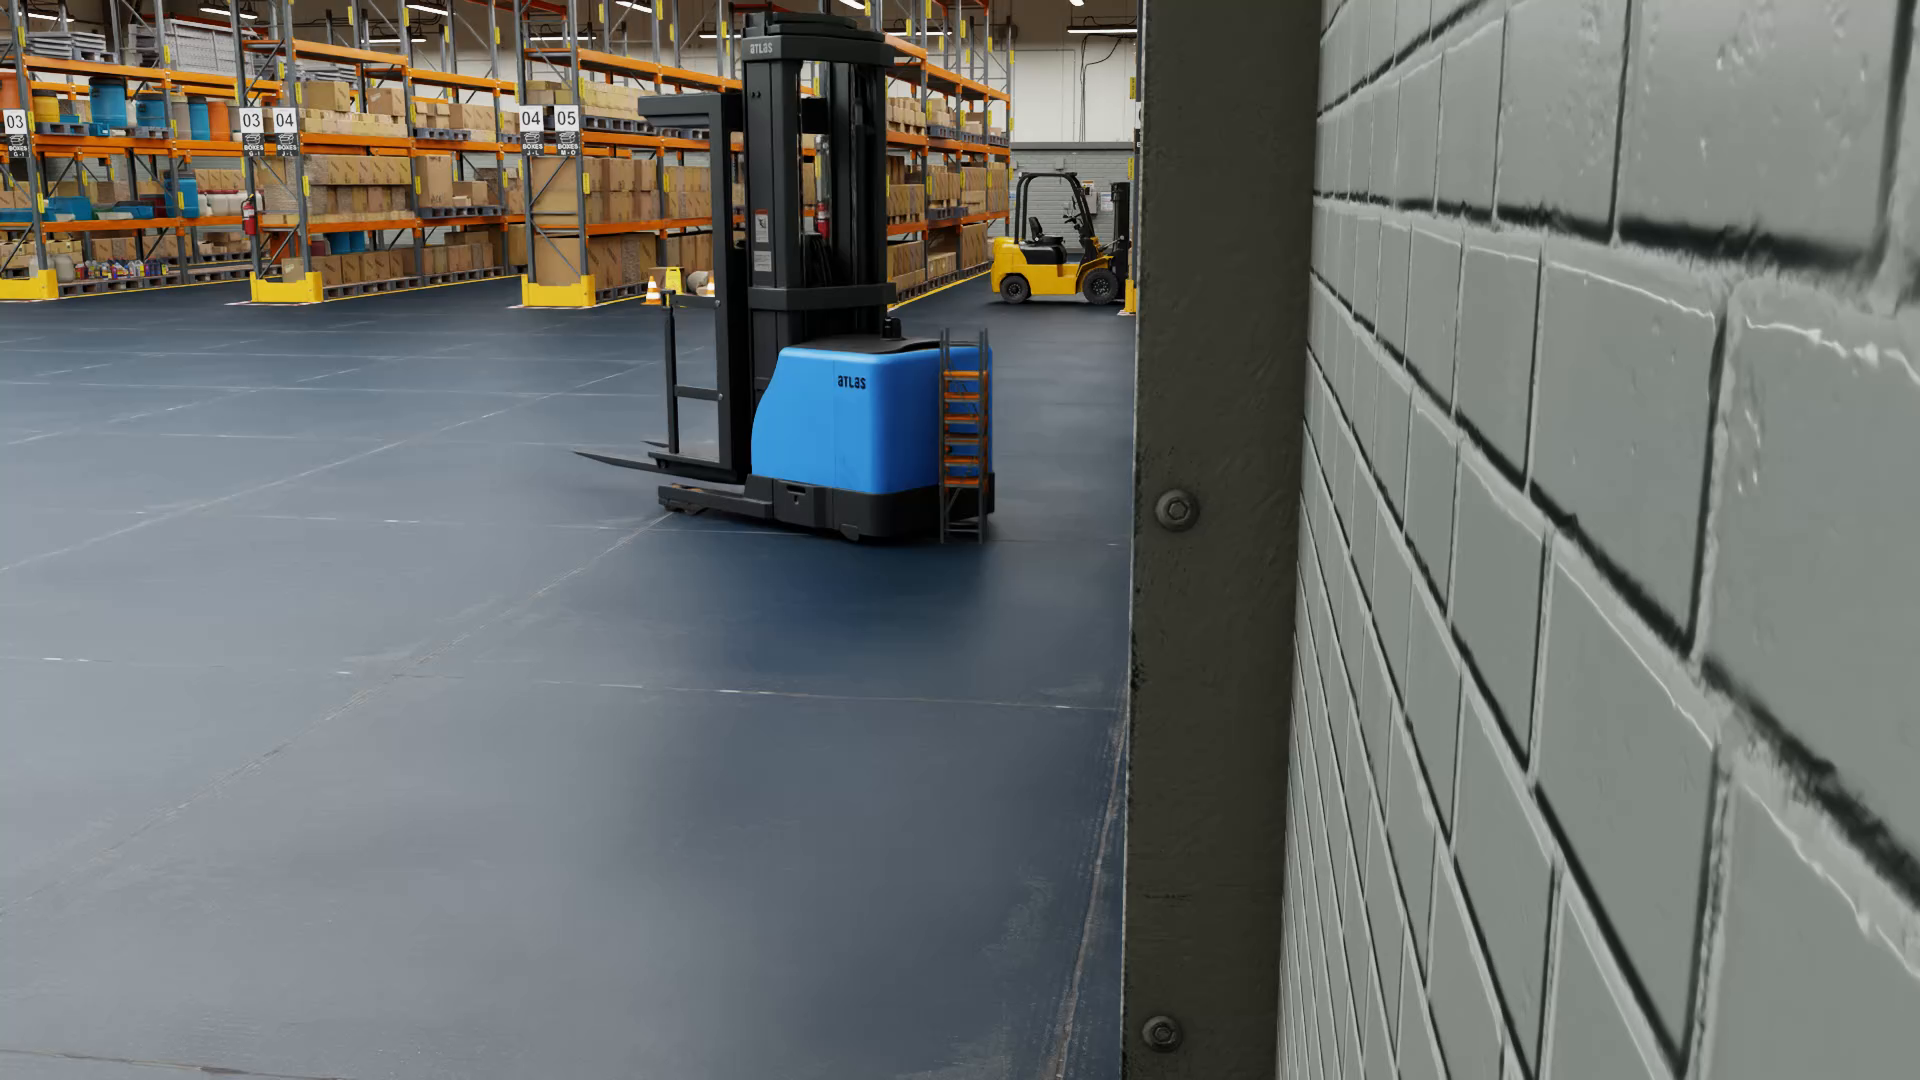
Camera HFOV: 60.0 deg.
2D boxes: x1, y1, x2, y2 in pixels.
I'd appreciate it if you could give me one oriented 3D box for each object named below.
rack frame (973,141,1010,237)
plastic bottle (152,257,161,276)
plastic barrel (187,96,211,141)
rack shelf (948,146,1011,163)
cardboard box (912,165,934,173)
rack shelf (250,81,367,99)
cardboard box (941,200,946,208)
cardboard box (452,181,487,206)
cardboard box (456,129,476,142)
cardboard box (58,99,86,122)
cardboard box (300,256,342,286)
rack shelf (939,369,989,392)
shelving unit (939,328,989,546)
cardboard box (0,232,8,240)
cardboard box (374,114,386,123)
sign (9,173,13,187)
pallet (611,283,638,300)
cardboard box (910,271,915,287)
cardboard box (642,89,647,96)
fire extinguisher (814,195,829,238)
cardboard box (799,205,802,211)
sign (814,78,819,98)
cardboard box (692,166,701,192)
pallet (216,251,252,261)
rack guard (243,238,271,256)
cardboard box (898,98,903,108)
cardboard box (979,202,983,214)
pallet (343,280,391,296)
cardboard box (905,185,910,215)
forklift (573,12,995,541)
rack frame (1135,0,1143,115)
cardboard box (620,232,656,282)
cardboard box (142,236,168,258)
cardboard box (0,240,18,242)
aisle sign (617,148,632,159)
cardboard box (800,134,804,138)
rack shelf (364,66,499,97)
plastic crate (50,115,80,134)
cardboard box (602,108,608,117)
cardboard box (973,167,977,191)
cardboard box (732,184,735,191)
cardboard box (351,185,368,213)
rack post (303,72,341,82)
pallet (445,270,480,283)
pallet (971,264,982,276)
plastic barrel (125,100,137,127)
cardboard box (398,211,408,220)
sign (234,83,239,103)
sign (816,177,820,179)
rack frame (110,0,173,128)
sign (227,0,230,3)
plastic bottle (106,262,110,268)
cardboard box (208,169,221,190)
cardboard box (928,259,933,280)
[{"bbox_3d":[0.745,-8.545,42.021,1.000,3.000,0.127,2,12,9],"label":"rack frame"},{"bbox_3d":[-15.601,-5.305,32.232,0.144,0.351,0.185,2,12,7],"label":"plastic bottle"},{"bbox_3d":[-15.722,-8.625,34.083,0.600,0.901,0.708,2,12,9],"label":"plastic barrel"},{"bbox_3d":[0.437,-9.243,39.849,1.077,0.370,4.000,2,12,9],"label":"rack shelf"},{"bbox_3d":[-0.679,-6.850,30.677,0.380,0.149,0.250,2,12,8],"label":"cardboard box"},{"bbox_3d":[-14.864,-10.163,37.946,1.077,0.370,4.000,2,12,9],"label":"rack shelf"},{"bbox_3d":[-0.475,-6.504,32.154,0.380,0.149,0.250,2,12,11],"label":"cardboard box"},{"bbox_3d":[-10.308,-7.221,34.647,0.700,0.500,0.500,4,13,17],"label":"cardboard box"},{"bbox_3d":[-10.251,-8.278,34.022,0.500,0.250,0.500,2,12,10],"label":"cardboard box"},{"bbox_3d":[-19.992,-9.617,37.266,0.500,0.500,0.500,2,12,9],"label":"cardboard box"},{"bbox_3d":[-11.337,-4.773,29.459,0.500,0.500,0.500,5,13,23],"label":"cardboard box"},{"bbox_3d":[0.023,-0.887,9.265,0.258,0.103,0.180,2,12,9],"label":"rack shelf"},{"bbox_3d":[0.023,-0.579,9.332,0.258,1.200,0.189,2,12,9],"label":"shelving unit"},{"bbox_3d":[-24.317,-7.529,41.417,0.750,0.750,0.750,2,12,9],"label":"cardboard box"},{"bbox_3d":[-10.759,-7.713,30.450,0.380,0.149,0.250,1,12,7],"label":"cardboard box"},{"bbox_3d":[-23.808,-9.026,41.696,0.100,0.325,0.005,2,12,9],"label":"sign"},{"bbox_3d":[-6.387,-4.412,29.466,1.003,0.211,1.213,2,12,9],"label":"pallet"},{"bbox_3d":[-1.081,-4.559,29.058,0.500,0.250,0.500,2,12,10],"label":"cardboard box"},{"bbox_3d":[-5.827,-7.982,29.761,0.380,0.149,0.250,2,12,9],"label":"cardboard box"},{"bbox_3d":[-2.189,-5.167,26.534,0.296,0.674,0.183,2,12,9],"label":"fire extinguisher"},{"bbox_3d":[-4.117,-8.273,41.358,0.380,0.149,0.250,1,12,6],"label":"cardboard box"},{"bbox_3d":[-2.261,-7.135,26.260,0.100,0.325,0.005,2,12,9],"label":"sign"},{"bbox_3d":[-5.624,-7.251,33.408,0.700,0.500,0.500,2,12,8],"label":"cardboard box"},{"bbox_3d":[-19.158,-7.389,43.280,1.003,0.211,1.213,2,12,9],"label":"pallet"},{"bbox_3d":[-18.847,-7.950,45.194,1.175,0.500,0.348,2,12,9],"label":"rack guard"},{"bbox_3d":[-1.160,-7.274,27.709,0.380,0.149,0.250,2,12,10],"label":"cardboard box"},{"bbox_3d":[0.231,-7.431,37.211,0.500,0.250,0.500,2,12,8],"label":"cardboard box"},{"bbox_3d":[-11.146,-4.609,30.378,1.003,0.211,1.213,2,12,9],"label":"pallet"},{"bbox_3d":[-1.145,-5.818,28.426,0.500,0.500,0.500,2,12,7],"label":"cardboard box"},{"bbox_3d":[-1.244,-1.660,10.240,3.031,2.935,1.130,10,16,39],"label":"forklift"},{"bbox_3d":[3.190,-7.987,25.192,1.000,3.000,0.127,2,12,9],"label":"rack frame"},{"bbox_3d":[-6.173,-5.224,30.660,0.875,0.875,0.875,2,12,10],"label":"cardboard box"},{"bbox_3d":[-19.405,-7.029,39.877,0.500,0.500,0.500,2,12,9],"label":"cardboard box"},{"bbox_3d":[-20.589,-6.342,36.001,0.500,0.311,0.500,2,12,7],"label":"cardboard box"},{"bbox_3d":[-8.740,-10.142,43.262,0.394,0.787,0.004,2,12,9],"label":"aisle sign"},{"bbox_3d":[-4.140,-10.004,40.843,0.500,0.250,0.500,2,12,9],"label":"cardboard box"},{"bbox_3d":[-10.585,-9.169,33.338,1.077,0.370,4.000,2,12,9],"label":"rack shelf"},{"bbox_3d":[-16.406,-7.561,30.374,0.392,0.384,0.575,2,12,9],"label":"plastic crate"},{"bbox_3d":[-6.137,-7.170,27.885,0.380,0.149,0.250,2,12,9],"label":"cardboard box"},{"bbox_3d":[0.075,-7.827,36.083,0.500,0.500,0.500,2,12,10],"label":"cardboard box"},{"bbox_3d":[-5.049,-7.589,35.774,0.380,0.149,0.250,2,12,8],"label":"cardboard box"},{"bbox_3d":[-11.230,-6.157,30.001,0.875,0.500,0.500,2,12,9],"label":"cardboard box"},{"bbox_3d":[-14.742,-10.456,37.839,0.937,0.300,0.954,3,13,15],"label":"rack post"},{"bbox_3d":[-10.589,-5.421,34.148,1.003,0.211,1.213,2,12,9],"label":"pallet"},{"bbox_3d":[-0.100,-5.931,36.513,1.003,0.211,1.213,2,12,9],"label":"pallet"},{"bbox_3d":[-16.047,-8.171,31.906,0.421,0.512,0.421,0,12,0],"label":"plastic barrel"},{"bbox_3d":[-10.683,-6.139,31.455,0.380,0.149,0.250,2,12,9],"label":"cardboard box"},{"bbox_3d":[-12.053,-7.456,27.750,0.100,0.325,0.005,2,12,9],"label":"sign"},{"bbox_3d":[-3.616,-9.382,42.410,0.100,0.325,0.005,2,12,9],"label":"sign"},{"bbox_3d":[-15.787,-9.461,32.033,1.000,3.000,0.127,2,12,9],"label":"rack frame"},{"bbox_3d":[-12.053,-9.024,27.413,0.100,0.325,0.005,2,12,9],"label":"sign"},{"bbox_3d":[-16.335,-5.184,31.859,0.097,0.271,0.097,0,12,0],"label":"plastic bottle"},{"bbox_3d":[-19.021,-9.089,41.936,0.500,0.500,0.500,1,12,7],"label":"cardboard box"},{"bbox_3d":[-1.022,-5.077,31.170,0.950,0.372,0.625,2,12,9],"label":"cardboard box"}]
